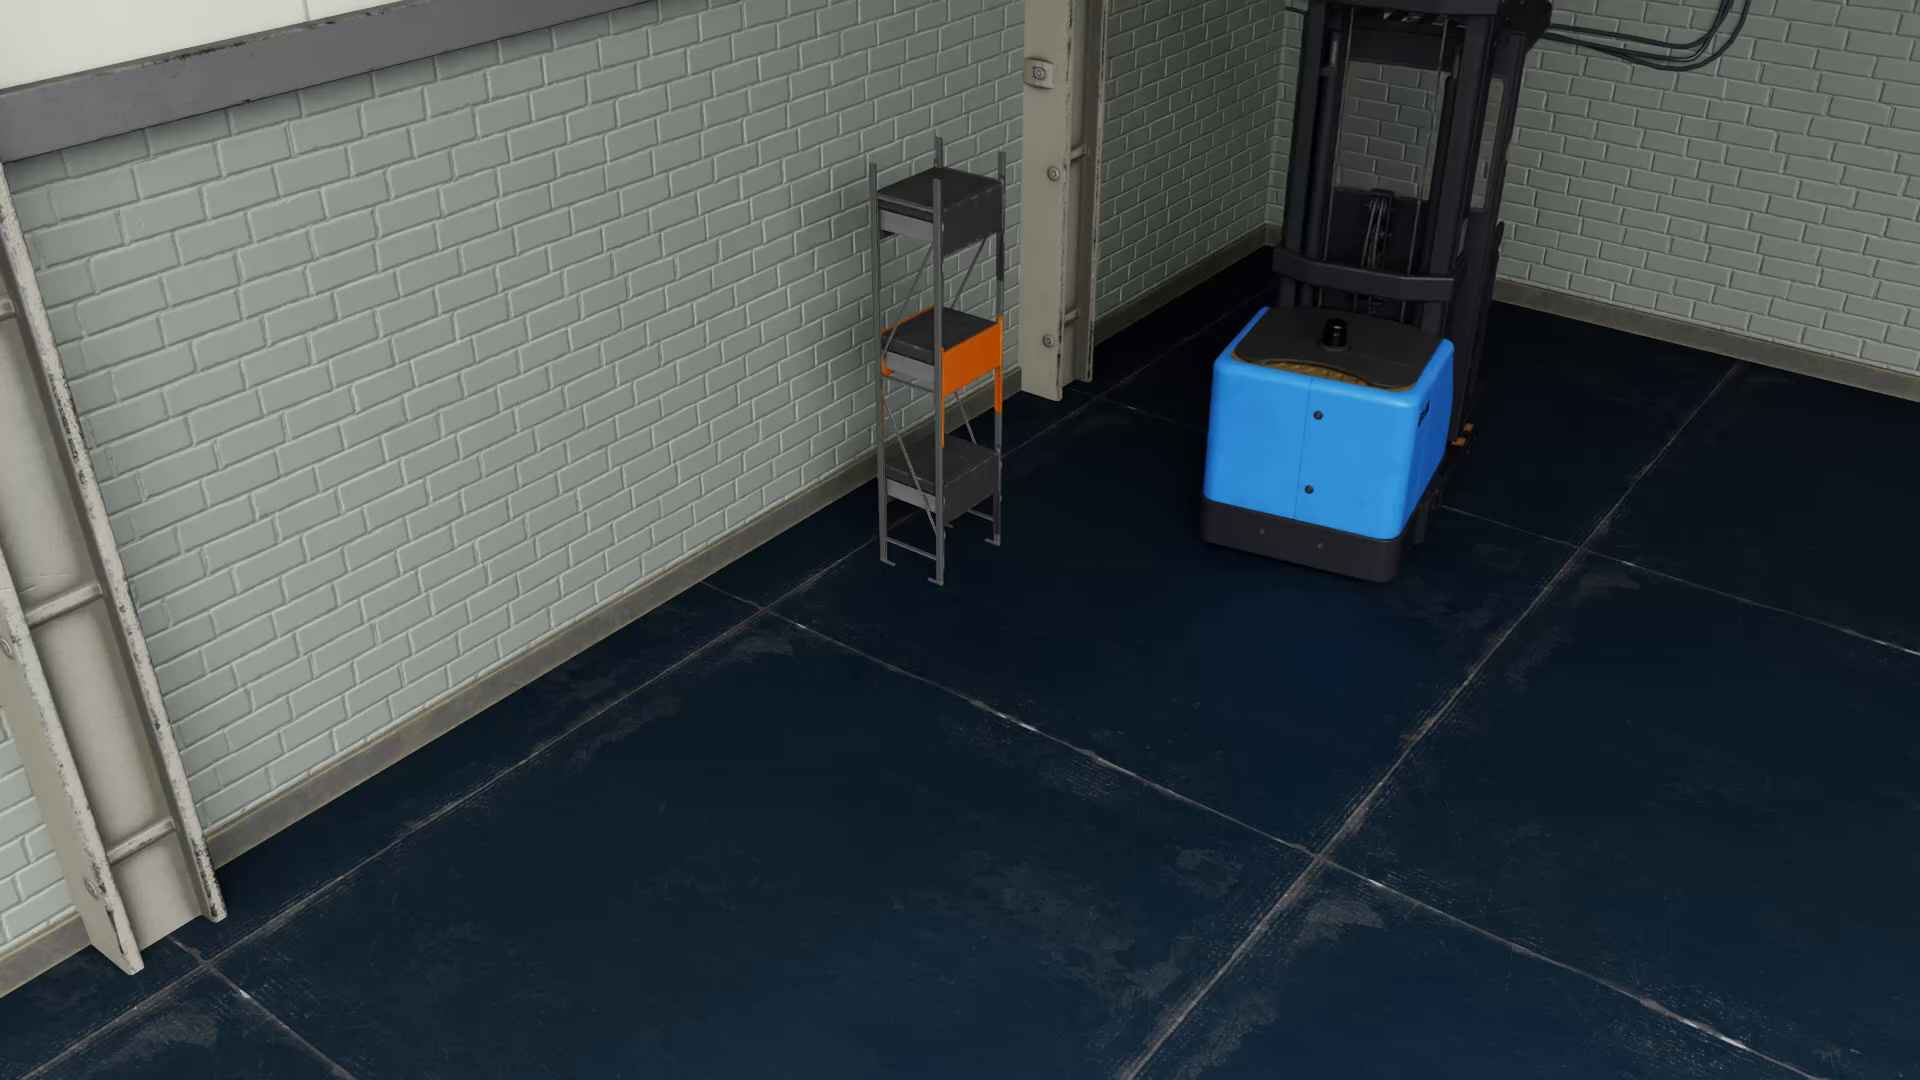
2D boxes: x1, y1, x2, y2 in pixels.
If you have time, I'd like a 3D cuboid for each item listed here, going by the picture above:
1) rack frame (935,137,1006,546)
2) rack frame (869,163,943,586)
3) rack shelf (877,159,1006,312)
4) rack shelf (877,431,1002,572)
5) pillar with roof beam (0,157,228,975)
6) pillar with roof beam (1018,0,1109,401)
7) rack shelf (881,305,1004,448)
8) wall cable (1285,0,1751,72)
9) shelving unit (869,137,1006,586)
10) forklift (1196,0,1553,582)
[{"bbox_3d":[0.047,-0.935,8.268,0.400,2.100,0.015,21,37,31],"label":"rack frame"},{"bbox_3d":[-0.247,-0.737,7.934,0.400,2.100,0.015,21,37,31],"label":"rack frame"},{"bbox_3d":[-0.100,-1.426,7.751,0.431,0.518,0.480,21,37,31],"label":"rack shelf"},{"bbox_3d":[-0.100,-0.222,8.465,0.431,0.518,0.480,21,37,31],"label":"rack shelf"},{"bbox_3d":[0.404,-1.084,1.752,9.100,9.000,0.400,21,37,31],"label":"pillar with roof beam"},{"bbox_3d":[4.025,-3.523,5.868,9.100,9.000,0.400,21,37,31],"label":"pillar with roof beam"},{"bbox_3d":[-0.100,-0.824,8.108,0.431,0.518,0.480,21,37,31],"label":"rack shelf"},{"bbox_3d":[3.426,-4.302,10.229,3.097,2.526,0.112,21,37,31],"label":"wall cable"},{"bbox_3d":[-0.100,-0.836,8.101,0.431,2.100,0.503,21,37,31],"label":"shelving unit"},{"bbox_3d":[2.346,-1.779,8.877,1.130,2.935,3.031,14,34,23],"label":"forklift"}]
